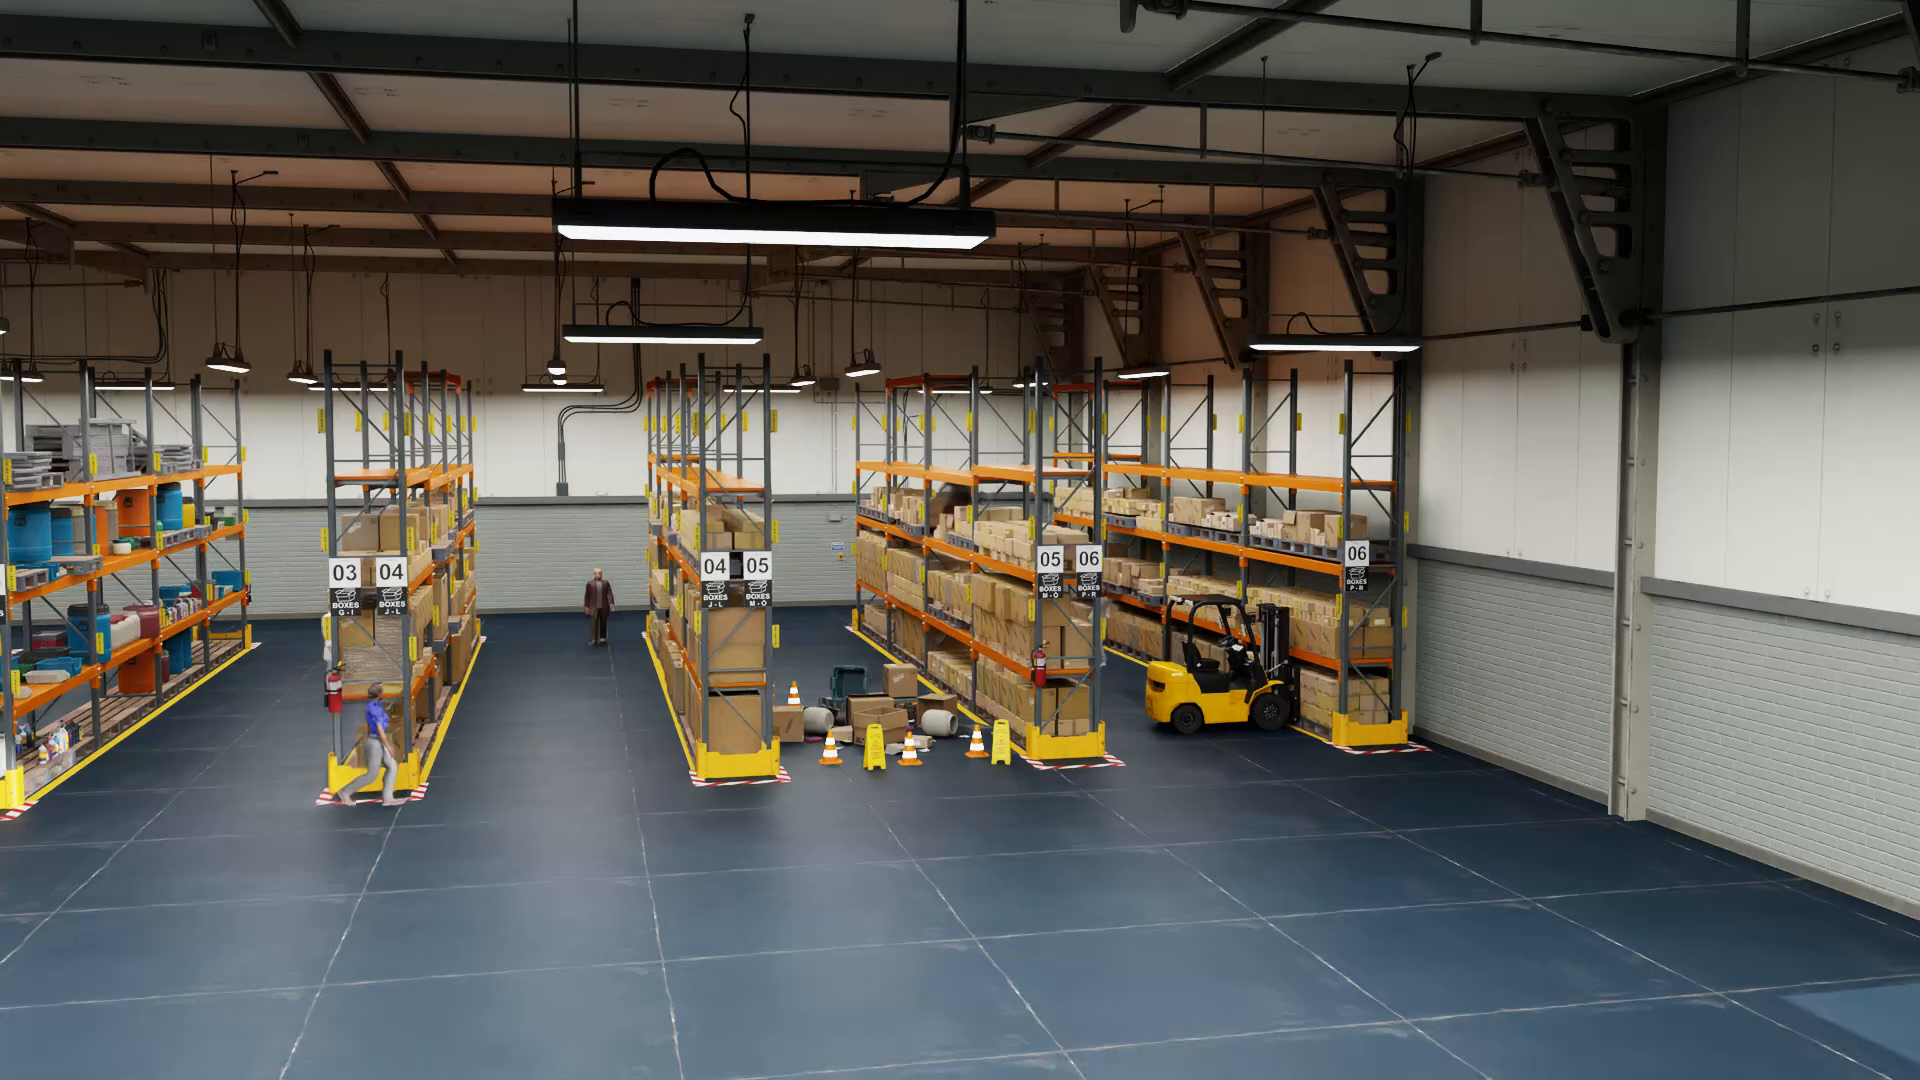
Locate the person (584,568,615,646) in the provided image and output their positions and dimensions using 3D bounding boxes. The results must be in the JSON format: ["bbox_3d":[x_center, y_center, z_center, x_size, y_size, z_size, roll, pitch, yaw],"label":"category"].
[{"bbox_3d":[-8.148,1.502,37.537,0.694,1.723,1.067,-1,4,-10],"label":"person"}]

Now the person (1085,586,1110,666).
[{"bbox_3d":[2.669,1.660,32.390,0.512,1.575,0.812,-2,4,-23],"label":"person"}]

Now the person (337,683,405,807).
[{"bbox_3d":[-7.664,2.672,21.635,0.816,1.614,0.490,0,4,-7],"label":"person"}]

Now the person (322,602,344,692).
[{"bbox_3d":[-11.466,2.014,30.607,0.506,1.735,0.625,2,5,32],"label":"person"}]
